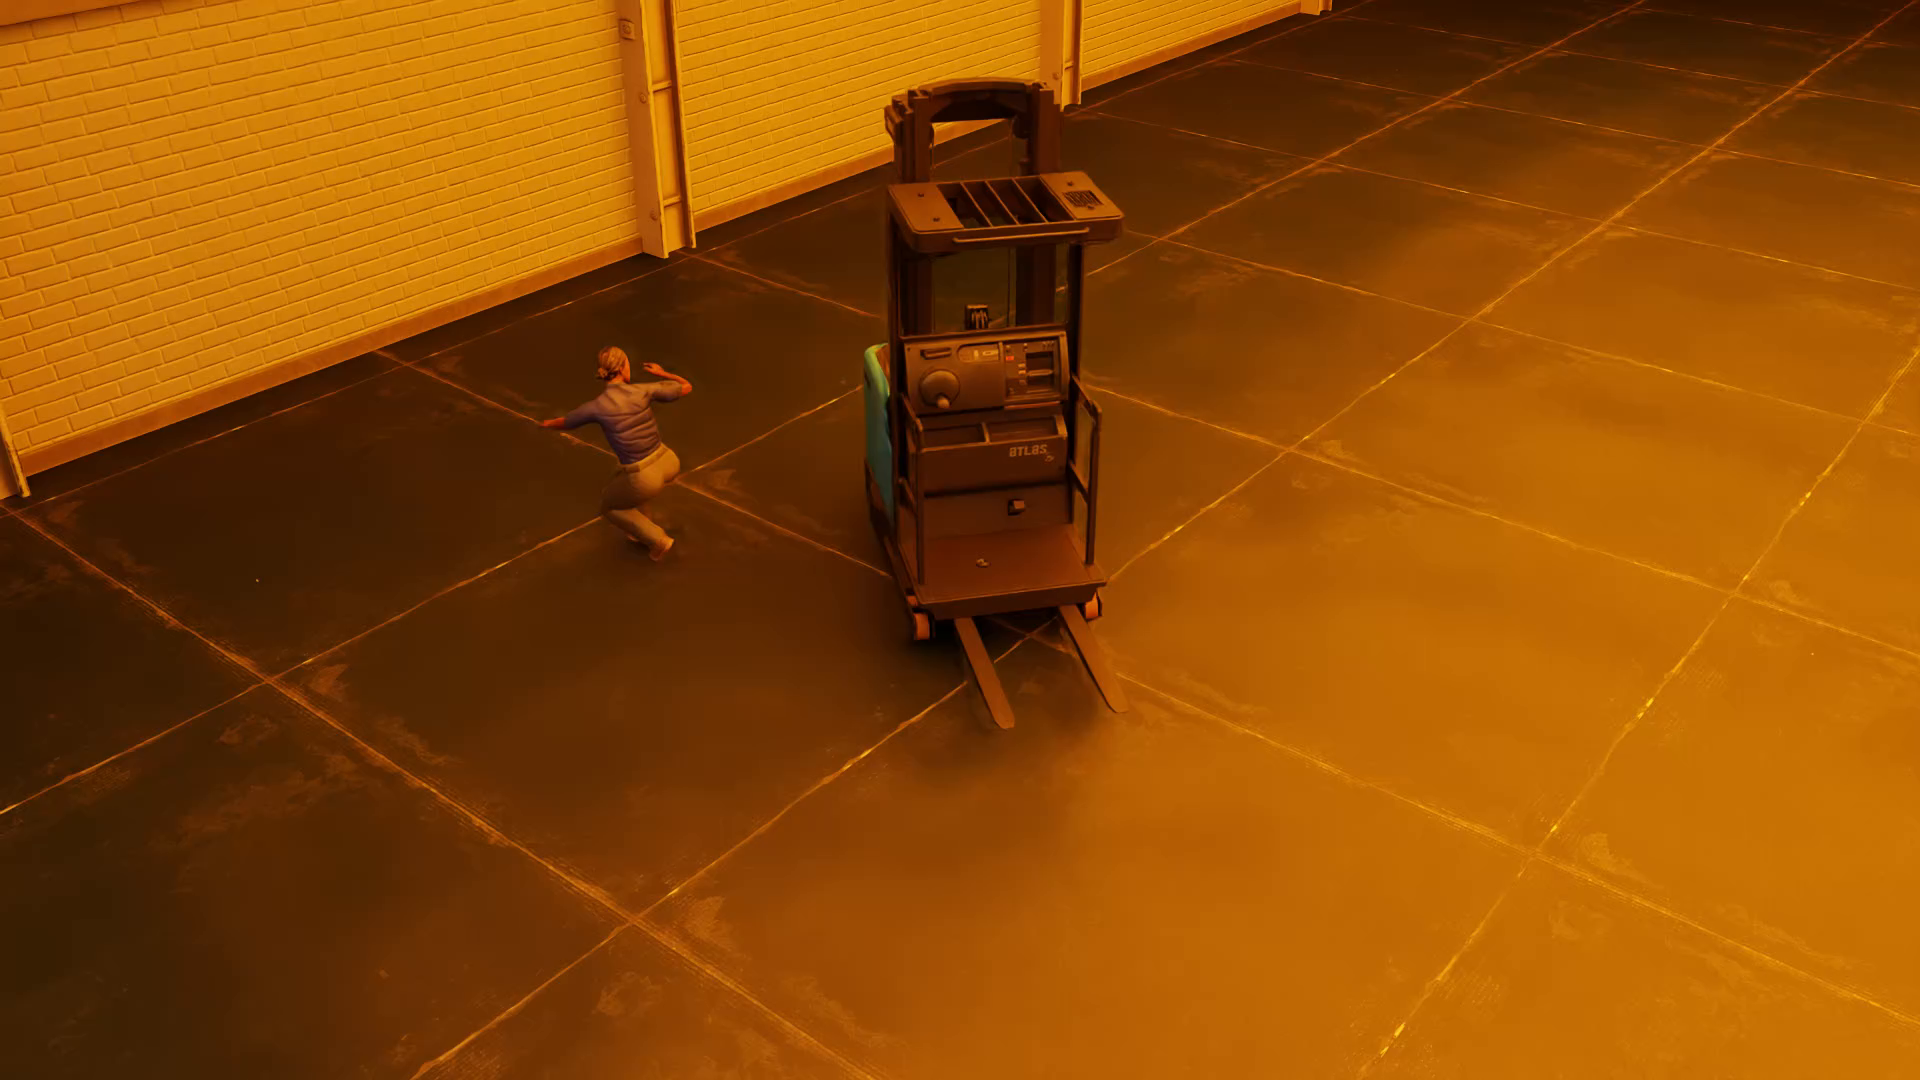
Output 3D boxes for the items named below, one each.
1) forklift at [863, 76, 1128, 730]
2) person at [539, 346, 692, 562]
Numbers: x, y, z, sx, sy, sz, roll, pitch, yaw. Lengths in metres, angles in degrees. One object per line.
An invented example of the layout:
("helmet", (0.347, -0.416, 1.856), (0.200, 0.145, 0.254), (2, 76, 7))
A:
("forklift", (0.202, -0.898, 9.132), (1.130, 2.935, 3.031), (-7, 31, -11))
("person", (-2.065, -0.575, 10.128), (0.951, 1.385, 0.690), (23, 37, 34))
